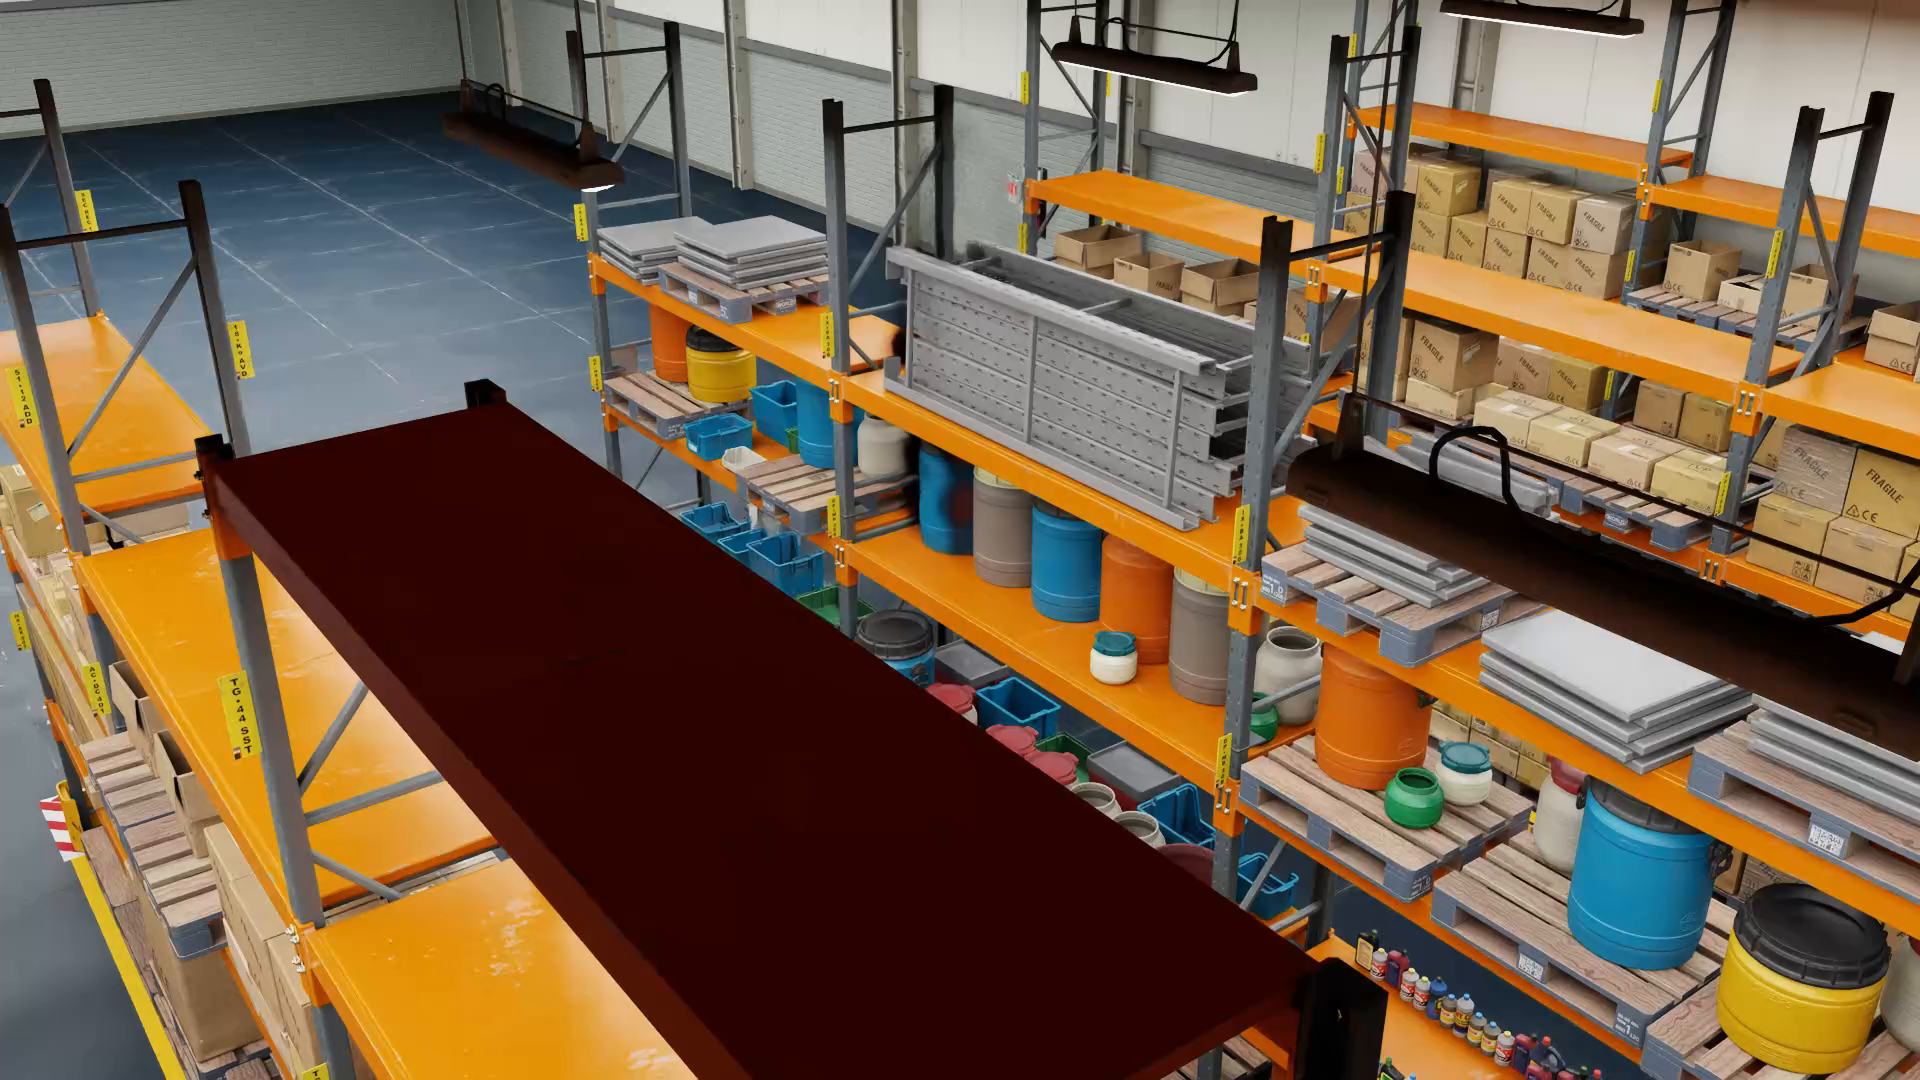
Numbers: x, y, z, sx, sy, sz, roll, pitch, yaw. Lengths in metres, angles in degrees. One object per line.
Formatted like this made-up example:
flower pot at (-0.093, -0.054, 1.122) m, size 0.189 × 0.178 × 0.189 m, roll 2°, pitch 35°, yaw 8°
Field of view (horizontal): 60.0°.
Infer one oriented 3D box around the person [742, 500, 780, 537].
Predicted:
person at (-2.080, -0.086, 17.324) m, size 0.542 × 1.544 × 0.600 m, roll 19°, pitch 31°, yaw 35°
